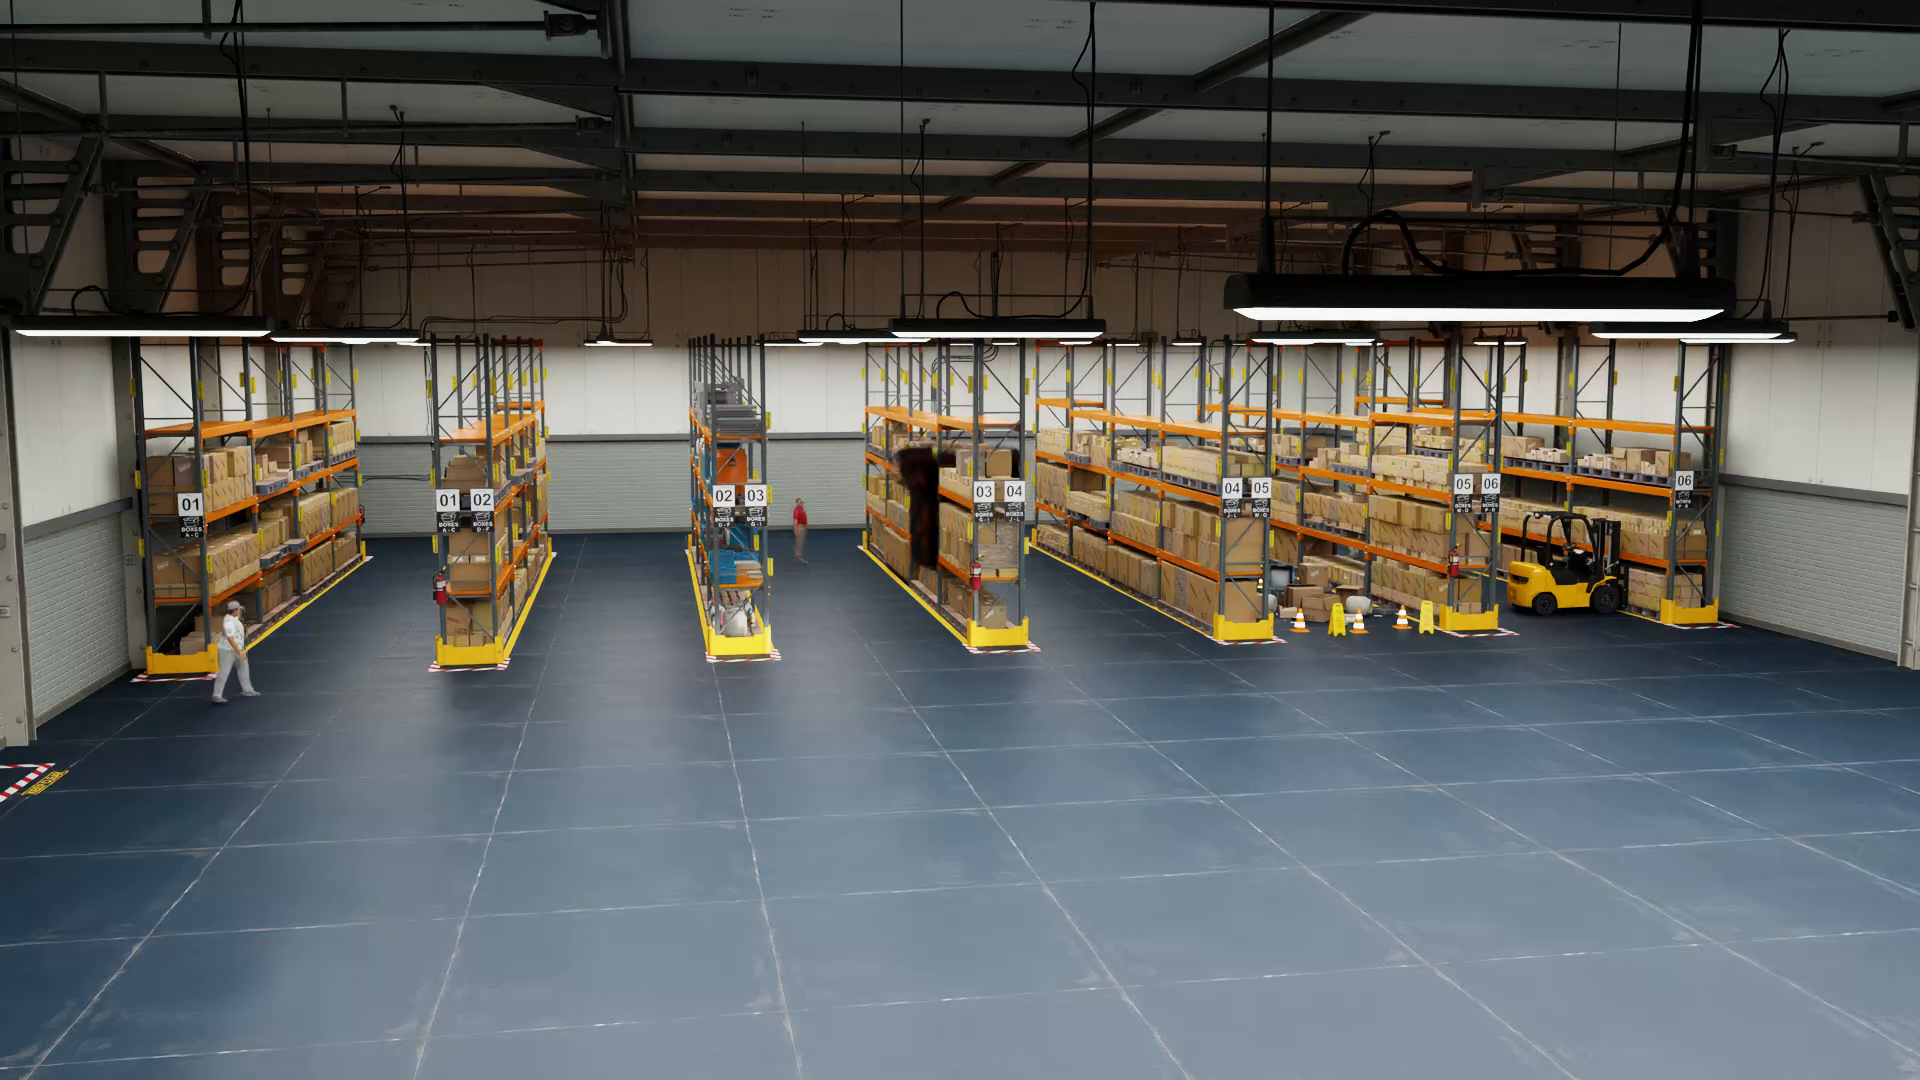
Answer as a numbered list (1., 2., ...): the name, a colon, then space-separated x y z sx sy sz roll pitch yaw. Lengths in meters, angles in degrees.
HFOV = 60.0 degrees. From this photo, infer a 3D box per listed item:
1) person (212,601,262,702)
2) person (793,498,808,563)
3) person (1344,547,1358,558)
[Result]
1. person: -11.889 1.806 27.220 0.642 1.658 0.663 -1 7 -6
2. person: -4.296 -0.261 44.741 0.427 1.729 0.593 1 7 8
3. person: 10.767 -0.388 45.773 0.460 1.763 0.566 0 7 0
